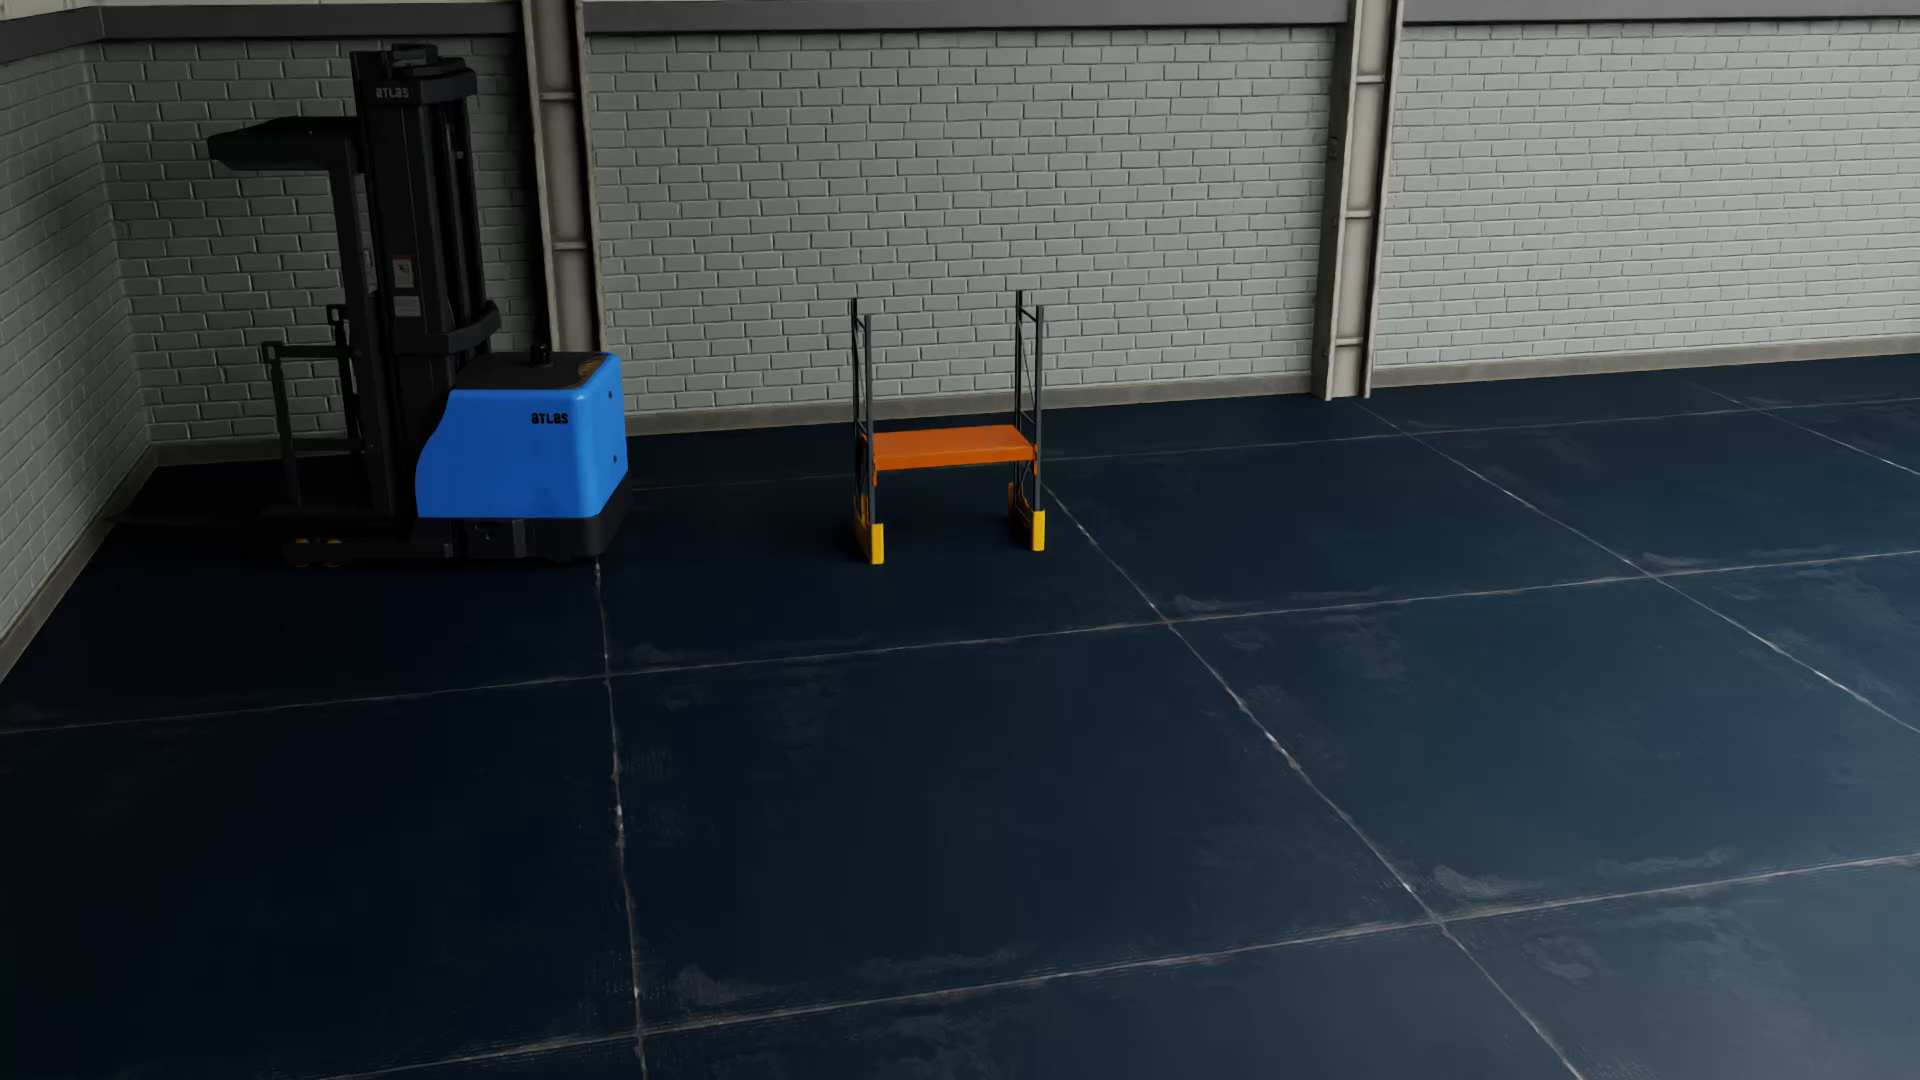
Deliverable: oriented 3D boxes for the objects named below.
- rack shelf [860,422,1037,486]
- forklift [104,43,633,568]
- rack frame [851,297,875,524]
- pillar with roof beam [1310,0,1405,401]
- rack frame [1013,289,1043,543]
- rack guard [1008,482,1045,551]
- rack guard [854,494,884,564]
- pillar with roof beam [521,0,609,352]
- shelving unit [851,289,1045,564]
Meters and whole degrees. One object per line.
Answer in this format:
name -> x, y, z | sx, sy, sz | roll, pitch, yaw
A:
rack shelf -> -0.083, -0.529, 10.100 | 1.000, 0.185, 0.538 | -5, 21, -12
forklift -> -3.630, -1.394, 9.860 | 3.031, 2.935, 1.130 | 0, 20, 1
rack frame -> -0.578, -0.657, 9.928 | 0.032, 1.500, 0.500 | -5, 21, -12
pillar with roof beam -> 4.082, -3.971, 8.072 | 0.400, 9.000, 9.100 | -5, 21, -12
rack frame -> 0.412, -0.738, 10.148 | 0.032, 1.500, 0.500 | -5, 21, -12
rack guard -> 0.410, -0.151, 10.363 | 0.087, 0.250, 0.587 | -5, 21, -12
rack guard -> -0.559, -0.072, 10.148 | 0.087, 0.250, 0.587 | -5, 21, -12
pillar with roof beam -> -1.757, -3.496, 6.776 | 0.400, 9.000, 9.100 | -5, 21, -12
shelving unit -> -0.074, -0.698, 10.040 | 1.083, 1.500, 0.587 | -5, 21, -12
